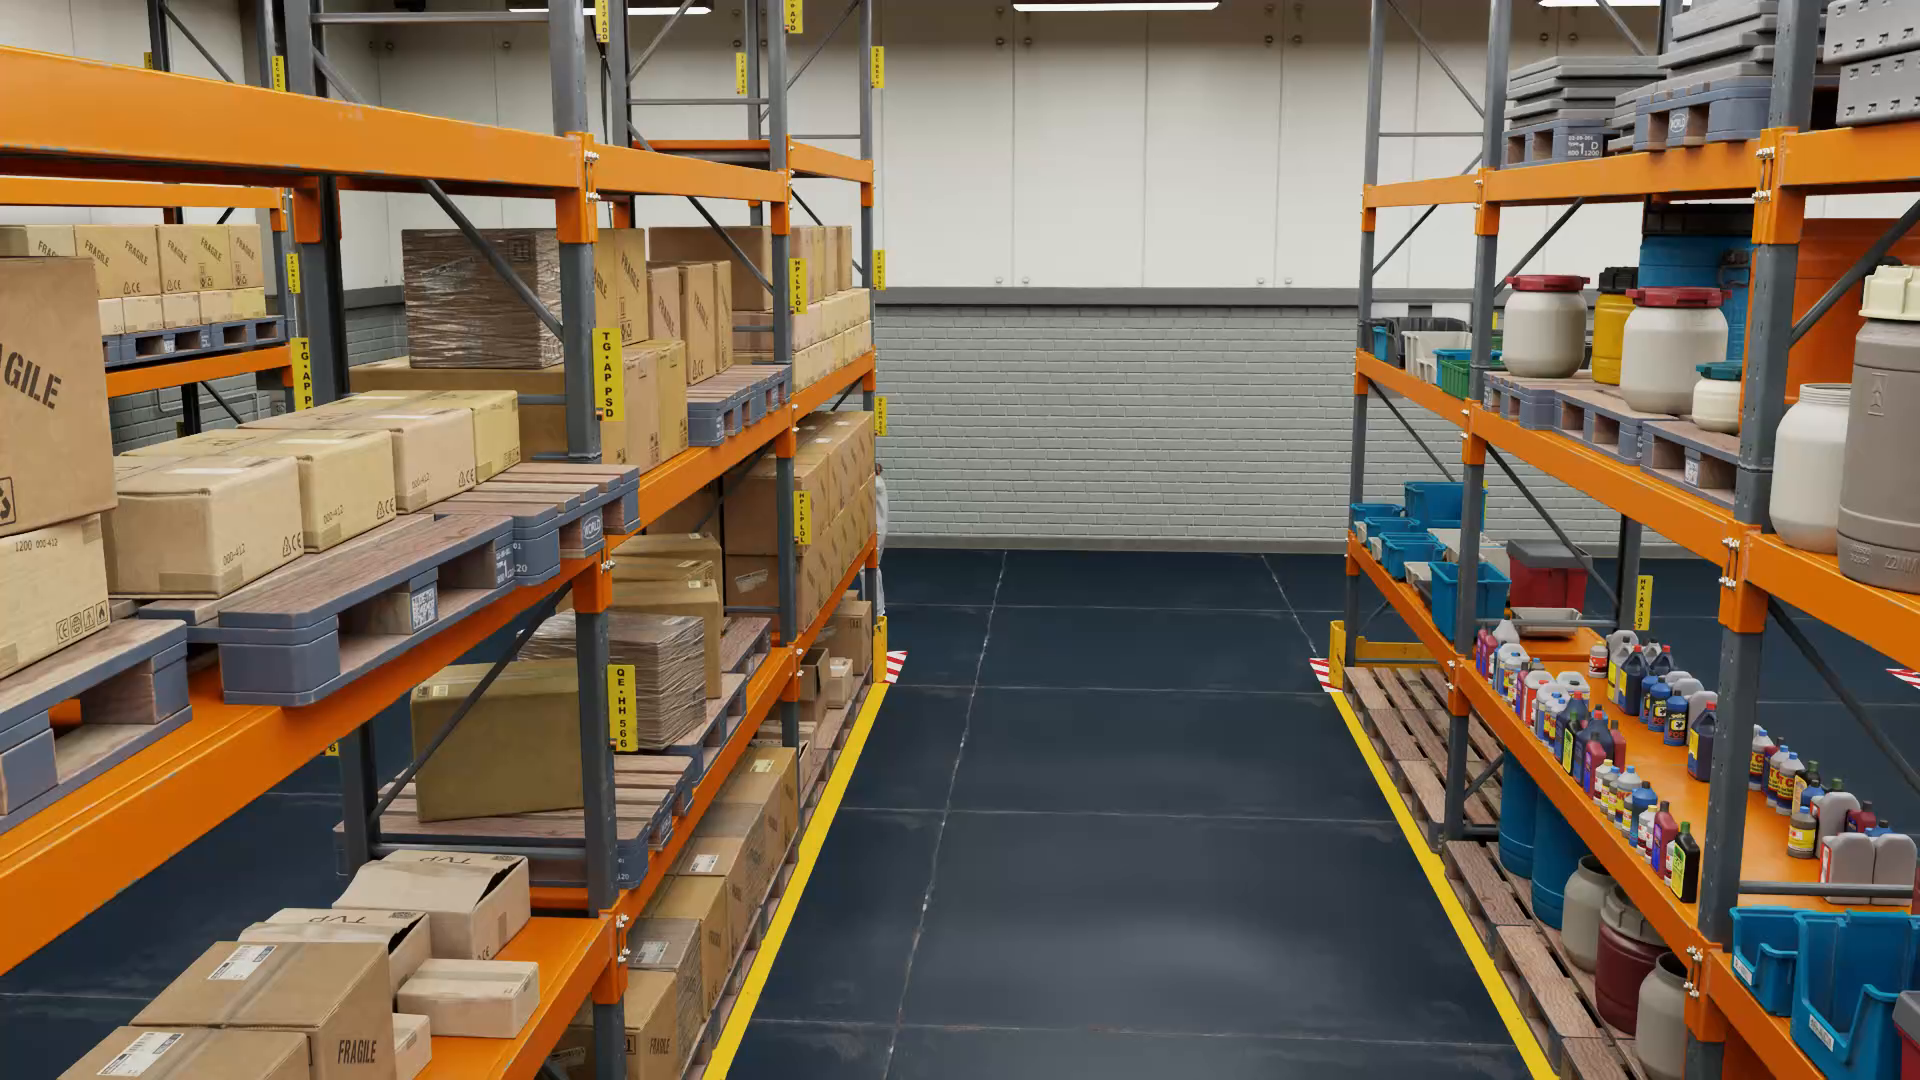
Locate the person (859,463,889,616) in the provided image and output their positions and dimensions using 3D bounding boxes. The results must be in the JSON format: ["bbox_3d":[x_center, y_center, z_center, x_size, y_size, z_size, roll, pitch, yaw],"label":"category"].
[{"bbox_3d":[-0.875,-0.048,16.239,0.358,1.651,0.486,1,11,3],"label":"person"}]
